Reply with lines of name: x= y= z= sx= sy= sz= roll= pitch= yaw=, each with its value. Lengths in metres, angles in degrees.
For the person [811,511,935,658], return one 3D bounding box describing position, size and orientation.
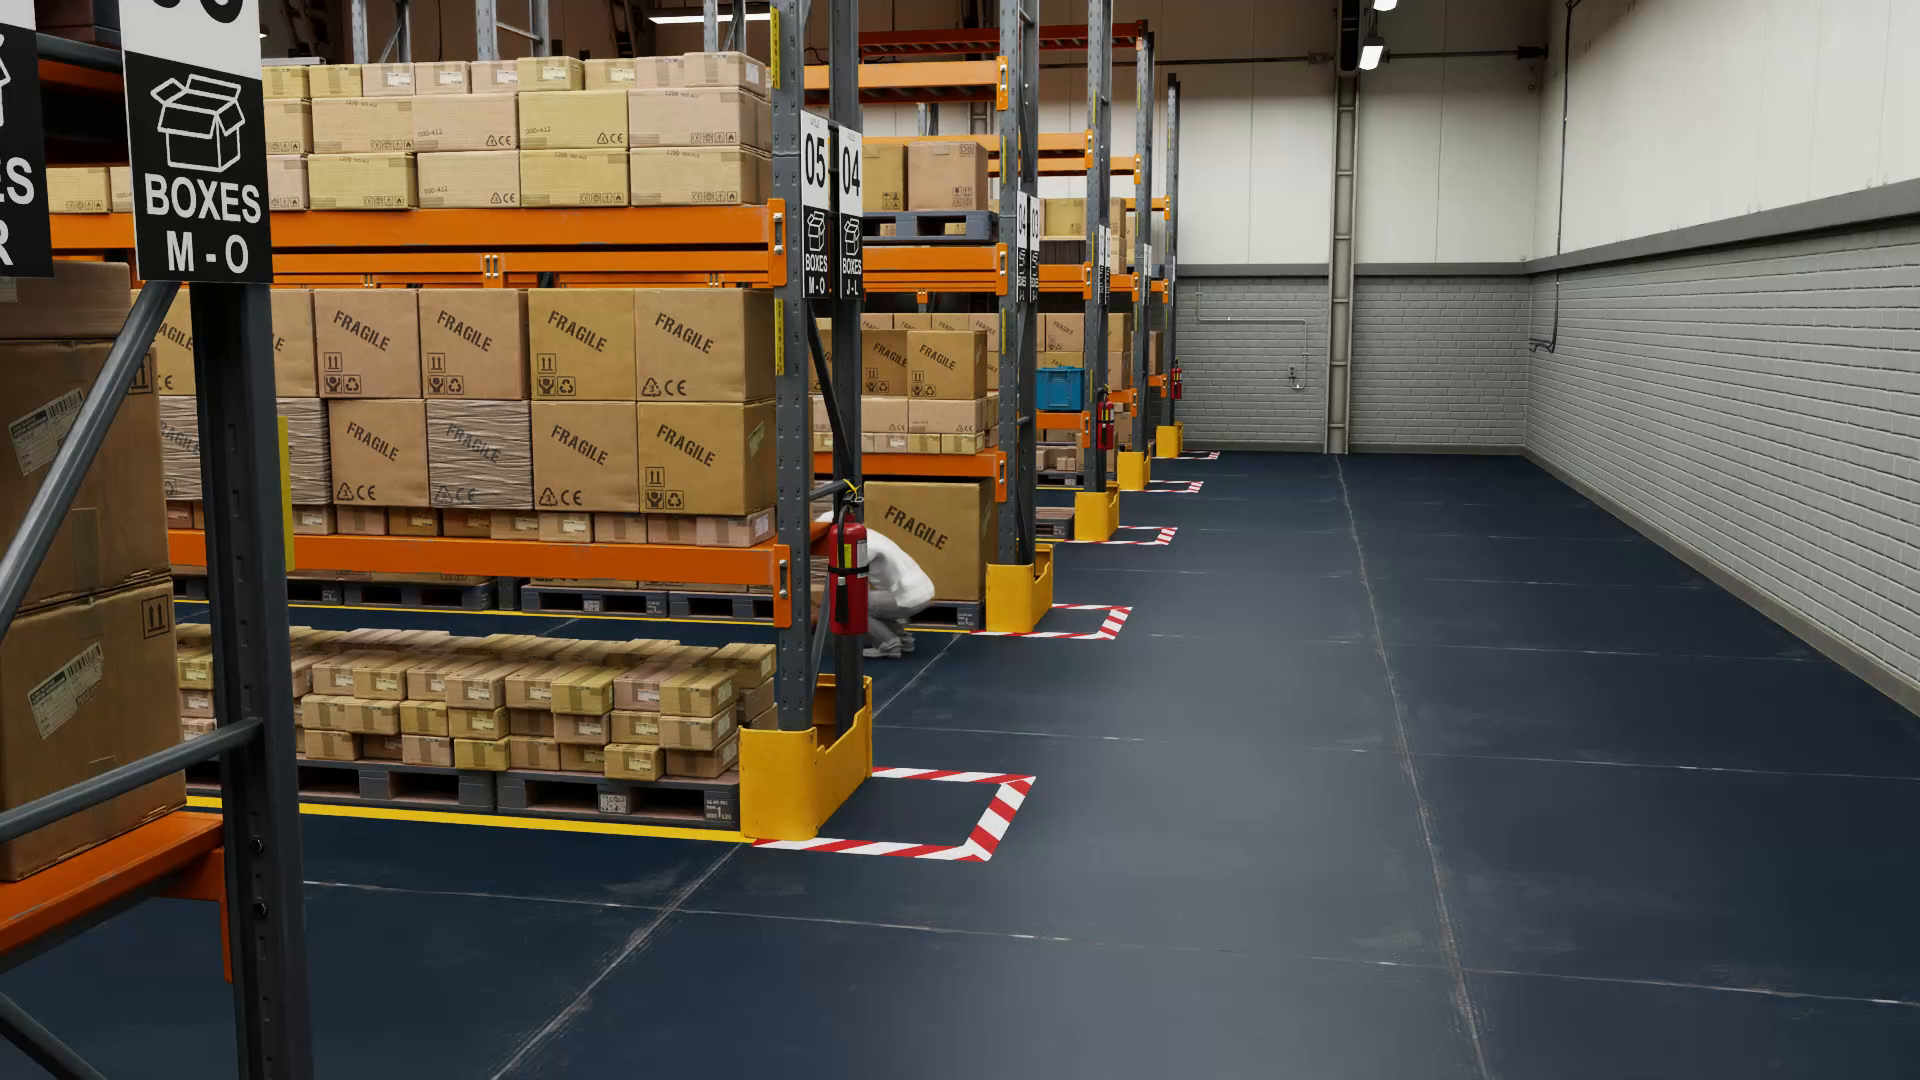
person: x=-0.624 y=0.298 z=11.405 sx=0.876 sy=0.999 sz=0.583 roll=2 pitch=8 yaw=11
